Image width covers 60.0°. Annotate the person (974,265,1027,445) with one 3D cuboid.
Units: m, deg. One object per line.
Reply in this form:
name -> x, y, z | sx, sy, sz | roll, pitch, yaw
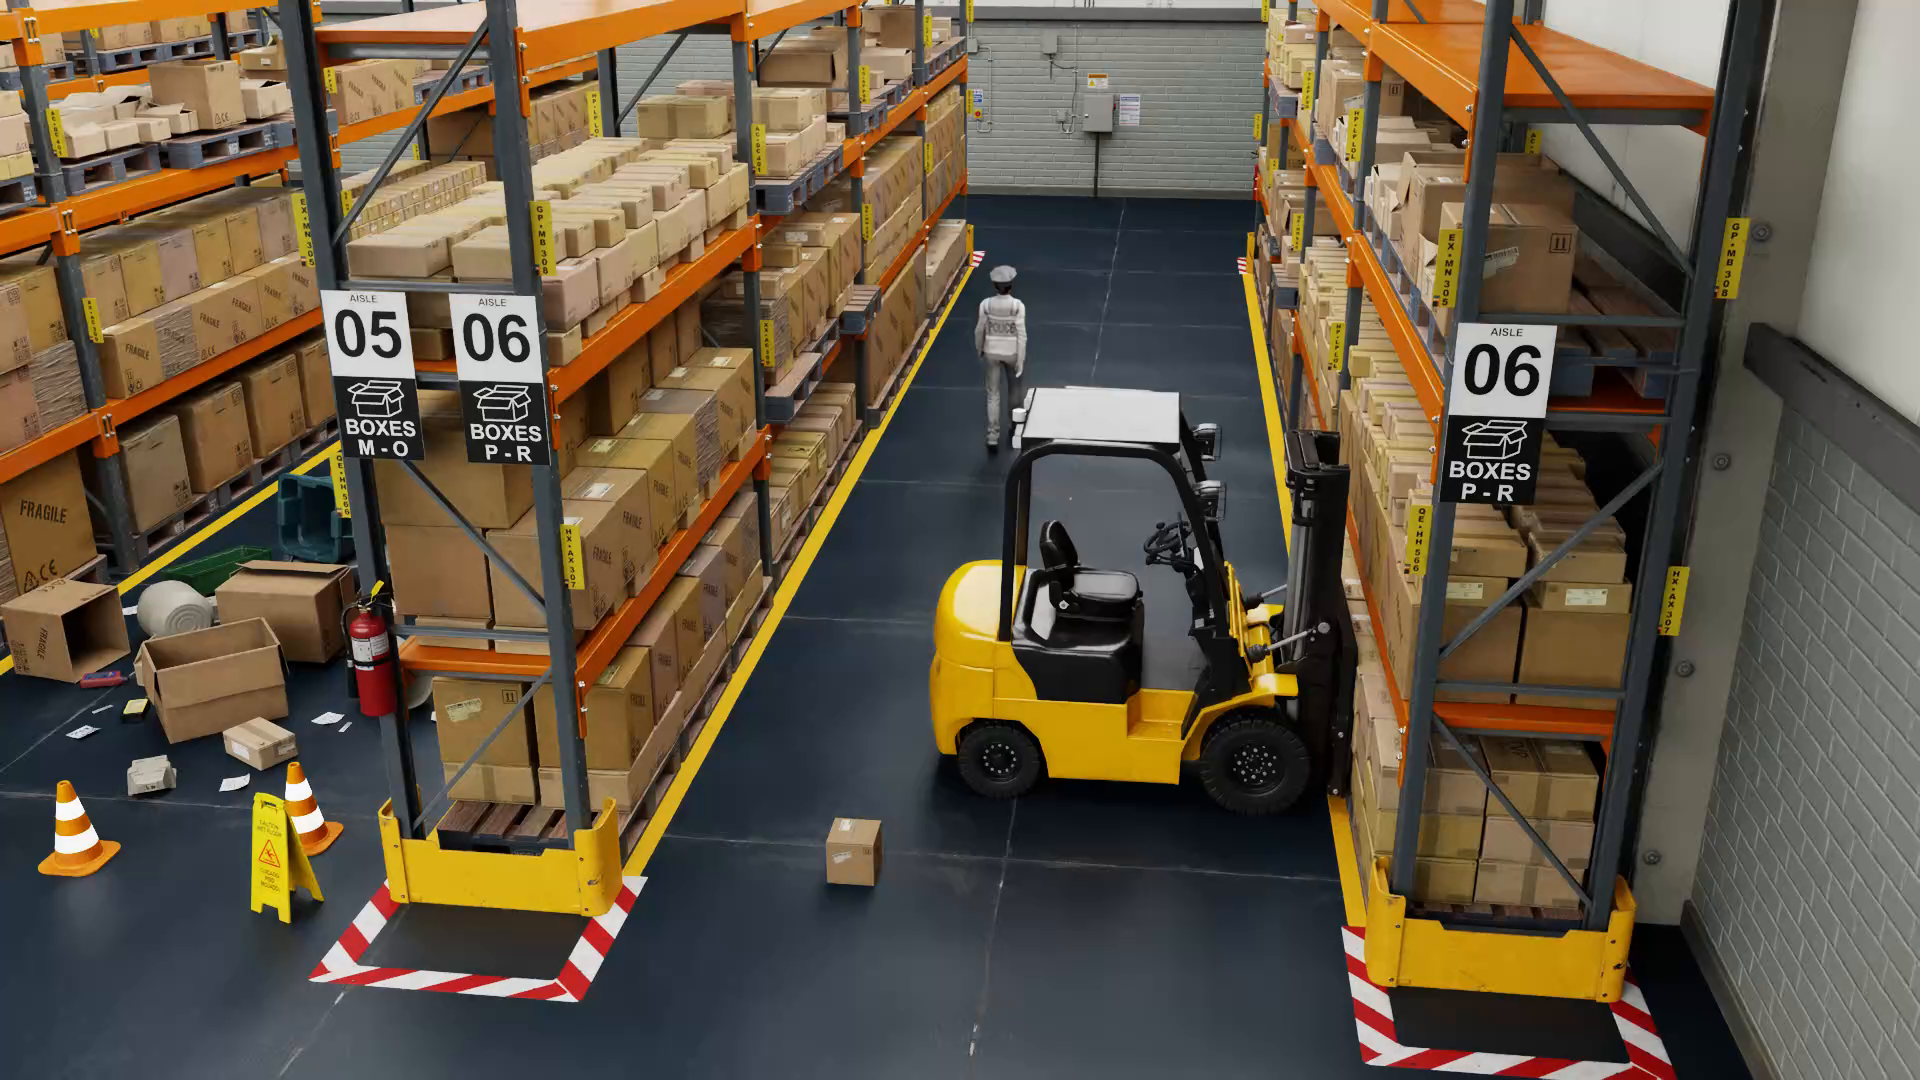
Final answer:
person -> 0.382, -1.759, 15.552 | 0.496, 1.629, 1.002 | 1, 21, 4
